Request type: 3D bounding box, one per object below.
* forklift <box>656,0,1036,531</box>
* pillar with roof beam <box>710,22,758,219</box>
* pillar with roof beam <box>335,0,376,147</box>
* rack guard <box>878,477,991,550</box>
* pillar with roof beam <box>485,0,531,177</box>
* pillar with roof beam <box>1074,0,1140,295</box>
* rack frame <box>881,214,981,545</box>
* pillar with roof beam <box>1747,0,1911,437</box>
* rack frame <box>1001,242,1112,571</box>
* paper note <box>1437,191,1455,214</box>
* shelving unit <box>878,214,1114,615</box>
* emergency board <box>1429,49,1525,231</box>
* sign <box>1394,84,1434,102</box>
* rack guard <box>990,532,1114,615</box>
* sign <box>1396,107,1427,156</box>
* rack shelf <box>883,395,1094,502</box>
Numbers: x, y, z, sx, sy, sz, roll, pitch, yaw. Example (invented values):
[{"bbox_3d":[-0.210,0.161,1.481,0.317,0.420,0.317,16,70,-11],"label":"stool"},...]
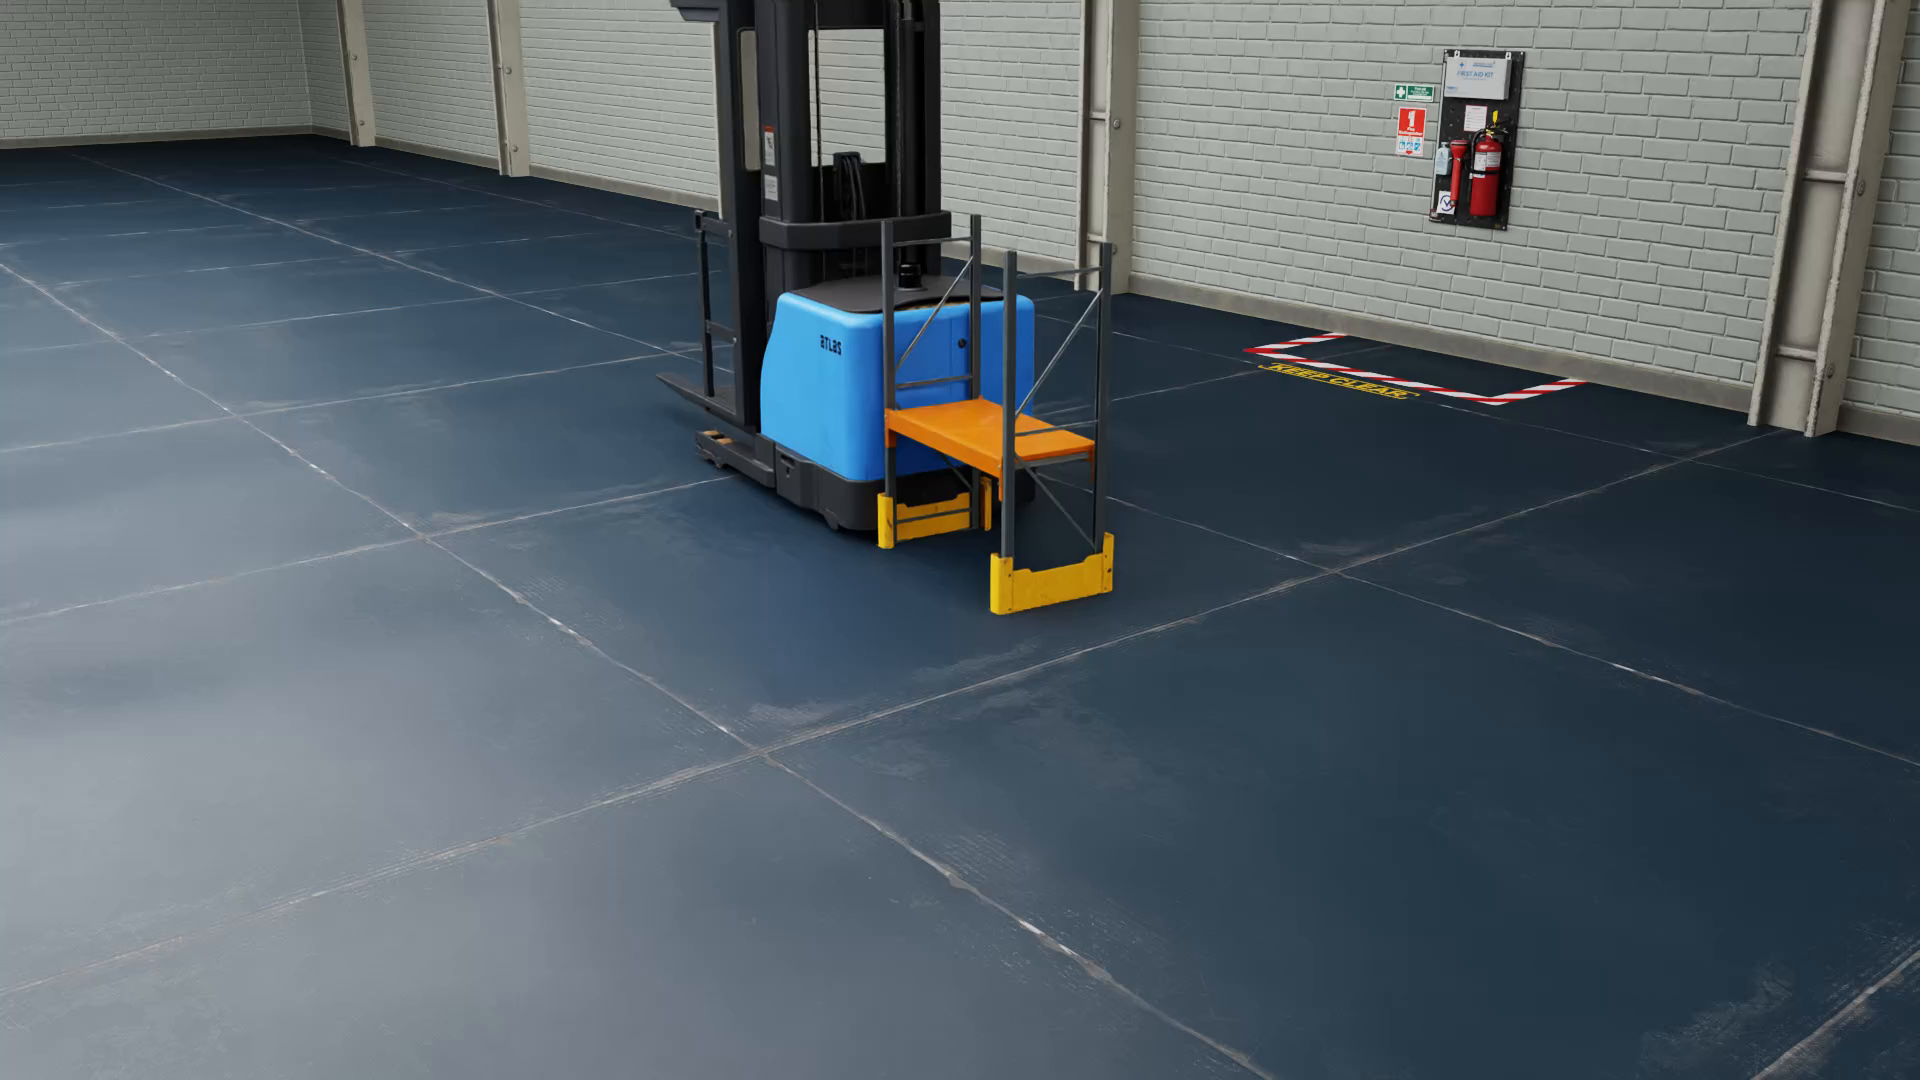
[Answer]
[{"bbox_3d":[-0.810,-1.845,8.772,1.130,2.935,3.031,-11,21,-29],"label":"forklift"},{"bbox_3d":[-5.871,-7.064,14.879,9.100,9.000,0.400,-14,23,-36],"label":"pillar with roof beam"},{"bbox_3d":[-13.321,-10.021,23.809,9.100,9.000,0.400,-14,23,-36],"label":"pillar with roof beam"},{"bbox_3d":[-0.116,-0.130,7.858,0.587,0.250,0.087,-11,21,-29],"label":"rack guard"},{"bbox_3d":[-9.596,-8.542,19.344,9.100,9.000,0.400,-14,23,-36],"label":"pillar with roof beam"},{"bbox_3d":[-2.145,-5.585,10.414,9.100,9.000,0.400,-14,23,-36],"label":"pillar with roof beam"},{"bbox_3d":[-0.126,-0.729,7.677,0.500,1.500,0.032,-11,21,-29],"label":"rack frame"},{"bbox_3d":[1.580,-4.107,5.949,9.100,9.000,0.400,-14,23,-36],"label":"pillar with roof beam"},{"bbox_3d":[0.394,-0.454,6.848,0.500,1.500,0.032,-11,21,-29],"label":"rack frame"},{"bbox_3d":[3.394,-2.354,11.602,0.016,0.148,0.142,-14,23,-36],"label":"paper note"},{"bbox_3d":[0.139,-0.589,7.255,0.587,1.500,1.083,-11,21,-29],"label":"shelving unit"},{"bbox_3d":[3.450,-2.715,11.291,0.194,1.169,0.643,-14,23,-36],"label":"emergency board"},{"bbox_3d":[3.184,-3.137,11.666,0.001,0.109,0.331,-14,23,-36],"label":"sign"},{"bbox_3d":[0.393,0.139,7.045,0.587,0.250,0.087,-11,21,-29],"label":"rack guard"},{"bbox_3d":[3.188,-2.889,11.758,0.001,0.329,0.234,-14,23,-36],"label":"sign"},{"bbox_3d":[0.134,-0.421,7.319,0.538,0.185,1.000,-11,21,-29],"label":"rack shelf"}]
